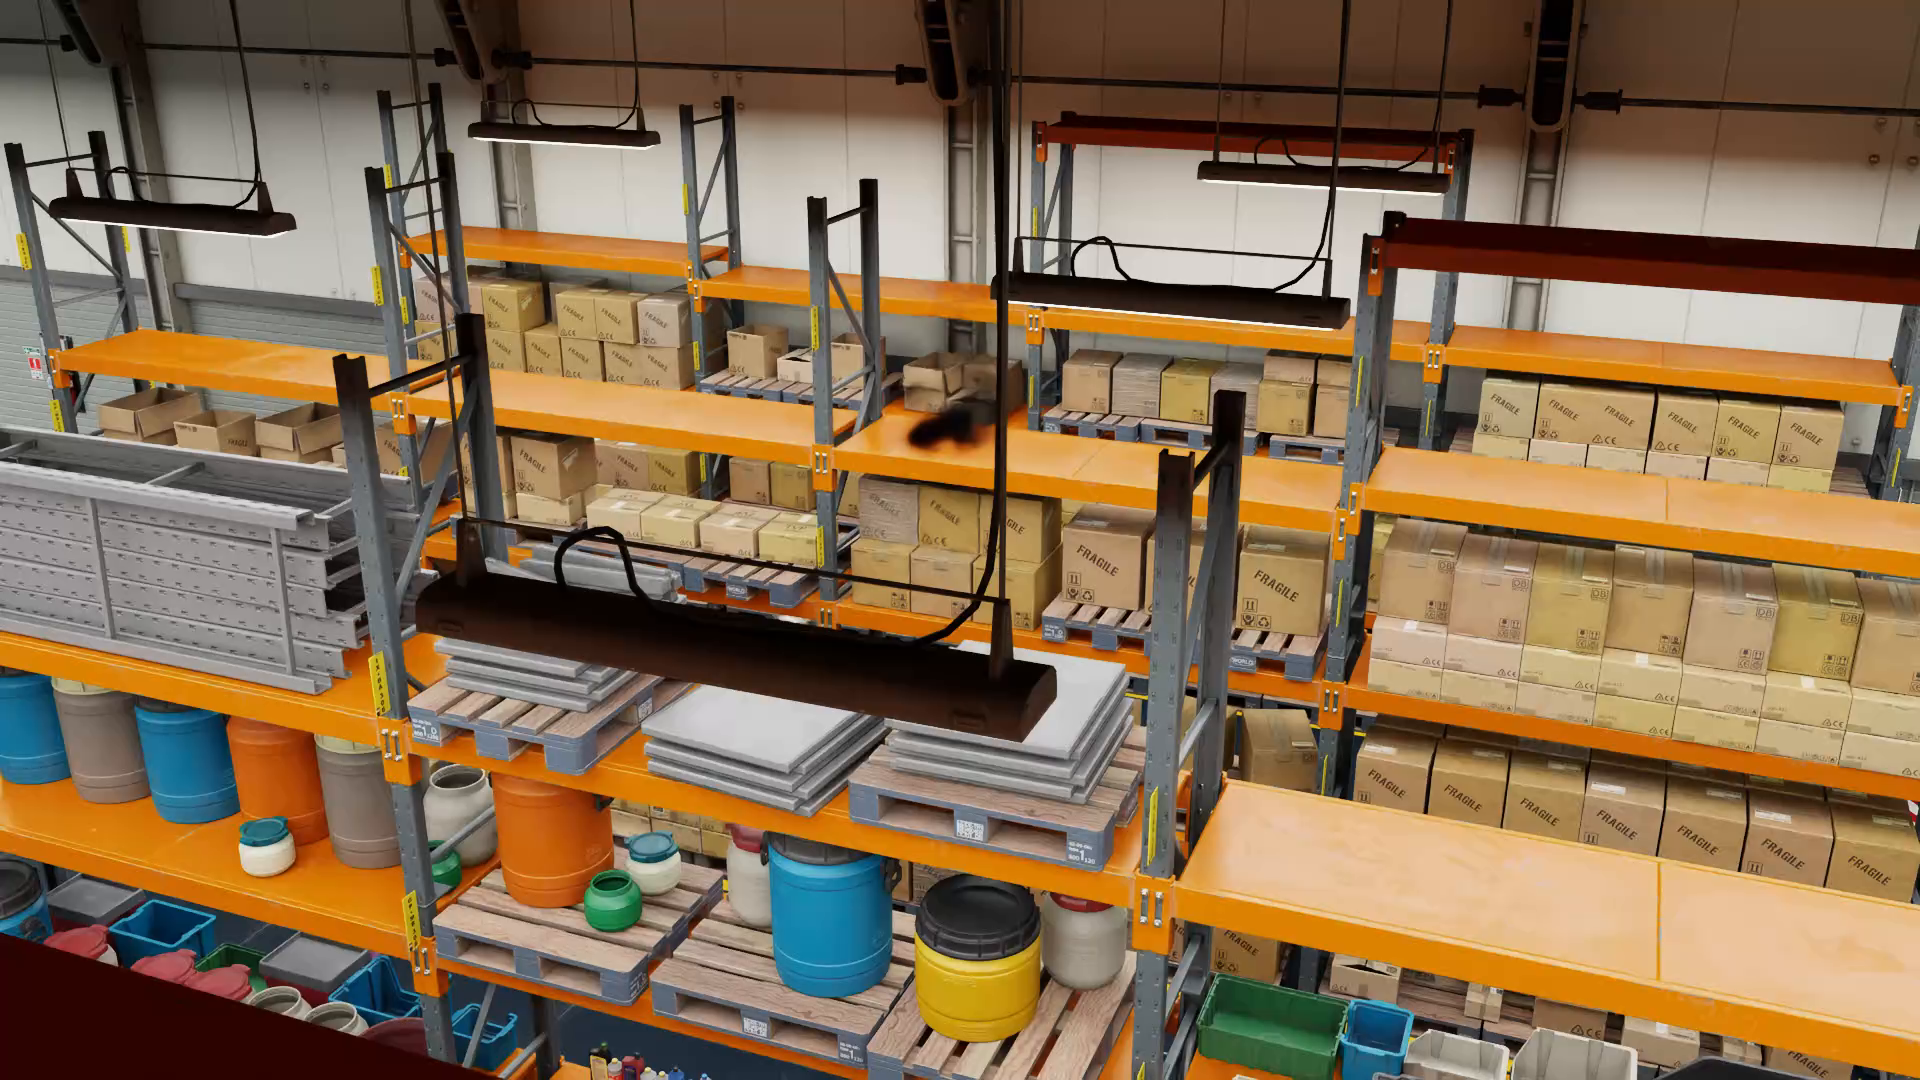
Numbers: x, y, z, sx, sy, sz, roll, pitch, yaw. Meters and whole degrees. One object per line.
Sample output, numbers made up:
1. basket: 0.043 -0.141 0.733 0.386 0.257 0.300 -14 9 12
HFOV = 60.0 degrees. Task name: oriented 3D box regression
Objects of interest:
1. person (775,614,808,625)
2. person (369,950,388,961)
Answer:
1. person: -1.624 1.213 16.782 0.829 1.734 0.688 2 21 7
2. person: -4.388 3.021 12.243 0.631 1.563 0.530 8 22 20
